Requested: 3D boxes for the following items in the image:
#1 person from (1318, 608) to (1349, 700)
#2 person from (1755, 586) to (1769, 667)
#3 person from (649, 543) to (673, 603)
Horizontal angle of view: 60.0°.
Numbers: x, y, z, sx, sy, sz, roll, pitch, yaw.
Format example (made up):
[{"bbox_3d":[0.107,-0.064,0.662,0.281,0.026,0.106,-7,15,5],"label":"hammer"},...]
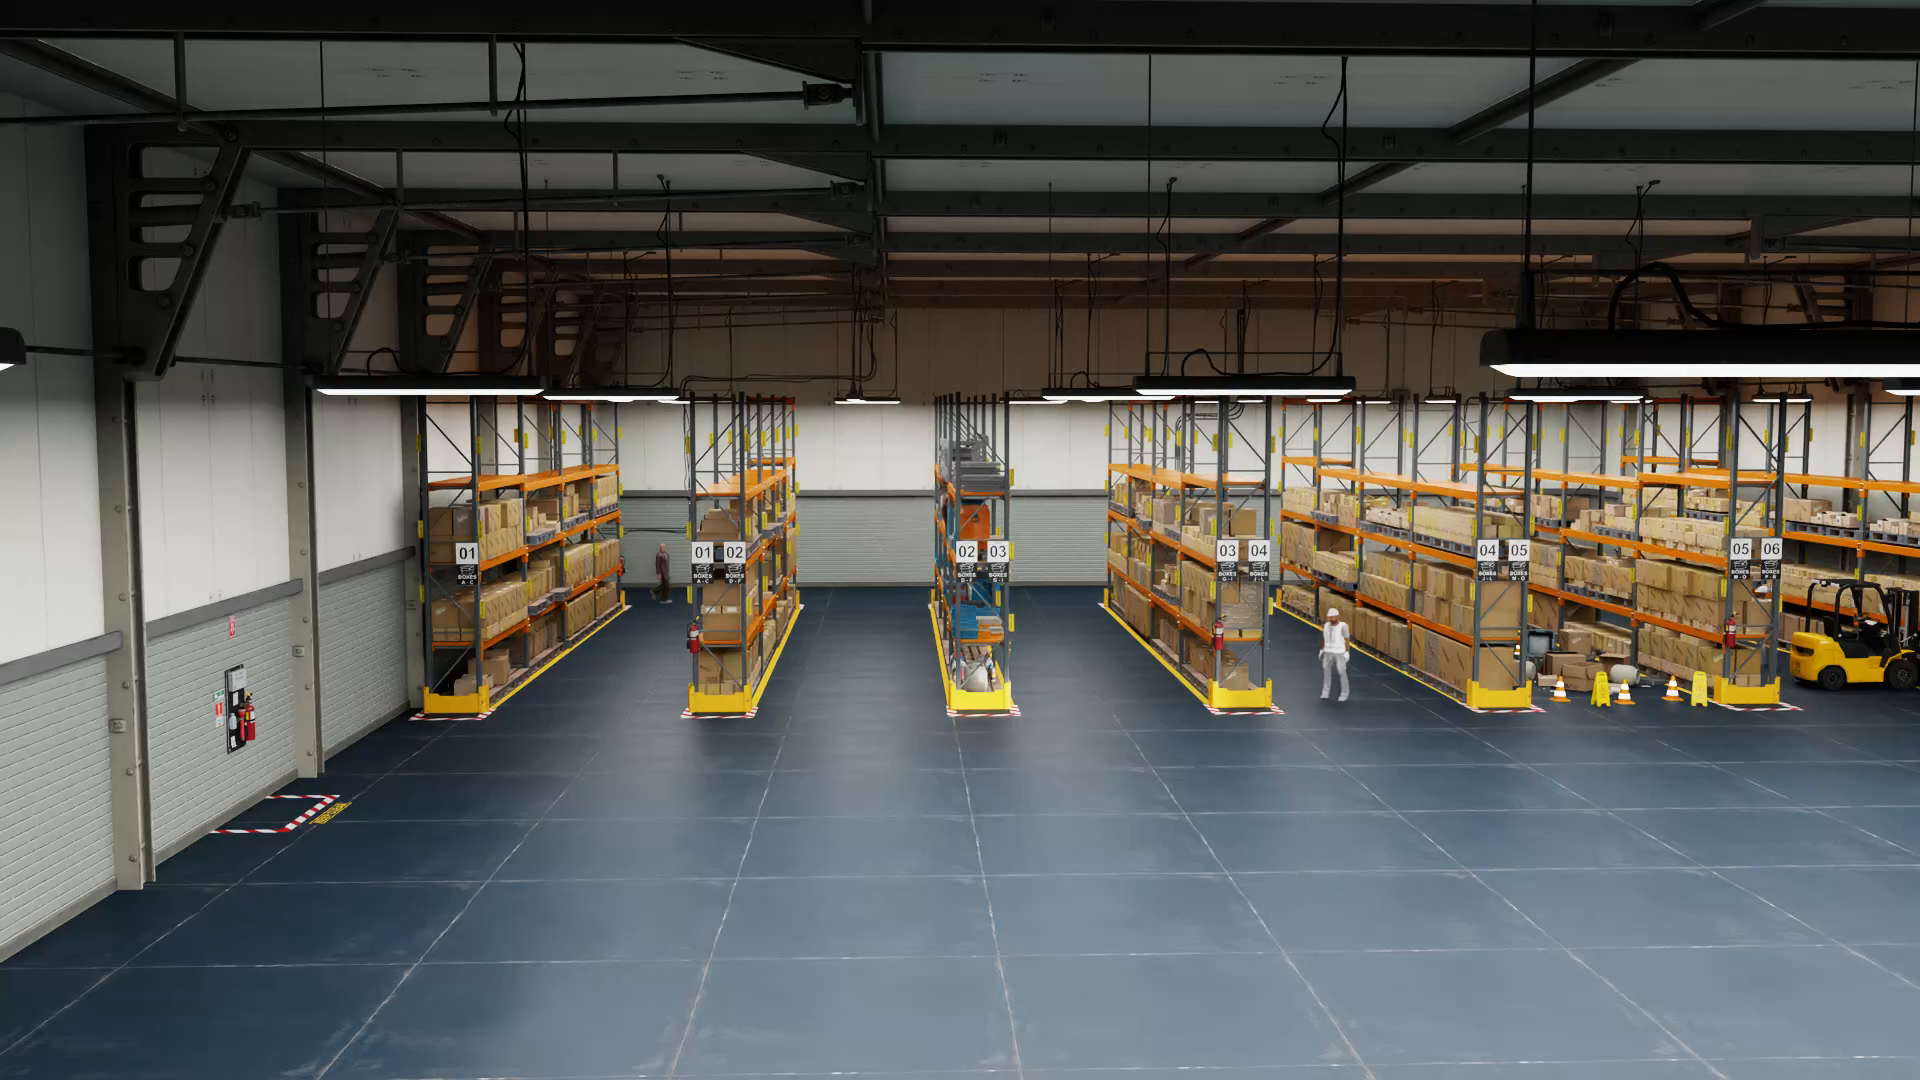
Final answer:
[{"bbox_3d":[7.299,2.219,32.541,0.633,1.783,0.414,3,6,37],"label":"person"},{"bbox_3d":[17.677,1.898,36.821,0.502,1.766,0.622,4,6,40],"label":"person"},{"bbox_3d":[-8.683,0.960,48.265,0.704,1.745,0.609,0,5,-2],"label":"person"}]
